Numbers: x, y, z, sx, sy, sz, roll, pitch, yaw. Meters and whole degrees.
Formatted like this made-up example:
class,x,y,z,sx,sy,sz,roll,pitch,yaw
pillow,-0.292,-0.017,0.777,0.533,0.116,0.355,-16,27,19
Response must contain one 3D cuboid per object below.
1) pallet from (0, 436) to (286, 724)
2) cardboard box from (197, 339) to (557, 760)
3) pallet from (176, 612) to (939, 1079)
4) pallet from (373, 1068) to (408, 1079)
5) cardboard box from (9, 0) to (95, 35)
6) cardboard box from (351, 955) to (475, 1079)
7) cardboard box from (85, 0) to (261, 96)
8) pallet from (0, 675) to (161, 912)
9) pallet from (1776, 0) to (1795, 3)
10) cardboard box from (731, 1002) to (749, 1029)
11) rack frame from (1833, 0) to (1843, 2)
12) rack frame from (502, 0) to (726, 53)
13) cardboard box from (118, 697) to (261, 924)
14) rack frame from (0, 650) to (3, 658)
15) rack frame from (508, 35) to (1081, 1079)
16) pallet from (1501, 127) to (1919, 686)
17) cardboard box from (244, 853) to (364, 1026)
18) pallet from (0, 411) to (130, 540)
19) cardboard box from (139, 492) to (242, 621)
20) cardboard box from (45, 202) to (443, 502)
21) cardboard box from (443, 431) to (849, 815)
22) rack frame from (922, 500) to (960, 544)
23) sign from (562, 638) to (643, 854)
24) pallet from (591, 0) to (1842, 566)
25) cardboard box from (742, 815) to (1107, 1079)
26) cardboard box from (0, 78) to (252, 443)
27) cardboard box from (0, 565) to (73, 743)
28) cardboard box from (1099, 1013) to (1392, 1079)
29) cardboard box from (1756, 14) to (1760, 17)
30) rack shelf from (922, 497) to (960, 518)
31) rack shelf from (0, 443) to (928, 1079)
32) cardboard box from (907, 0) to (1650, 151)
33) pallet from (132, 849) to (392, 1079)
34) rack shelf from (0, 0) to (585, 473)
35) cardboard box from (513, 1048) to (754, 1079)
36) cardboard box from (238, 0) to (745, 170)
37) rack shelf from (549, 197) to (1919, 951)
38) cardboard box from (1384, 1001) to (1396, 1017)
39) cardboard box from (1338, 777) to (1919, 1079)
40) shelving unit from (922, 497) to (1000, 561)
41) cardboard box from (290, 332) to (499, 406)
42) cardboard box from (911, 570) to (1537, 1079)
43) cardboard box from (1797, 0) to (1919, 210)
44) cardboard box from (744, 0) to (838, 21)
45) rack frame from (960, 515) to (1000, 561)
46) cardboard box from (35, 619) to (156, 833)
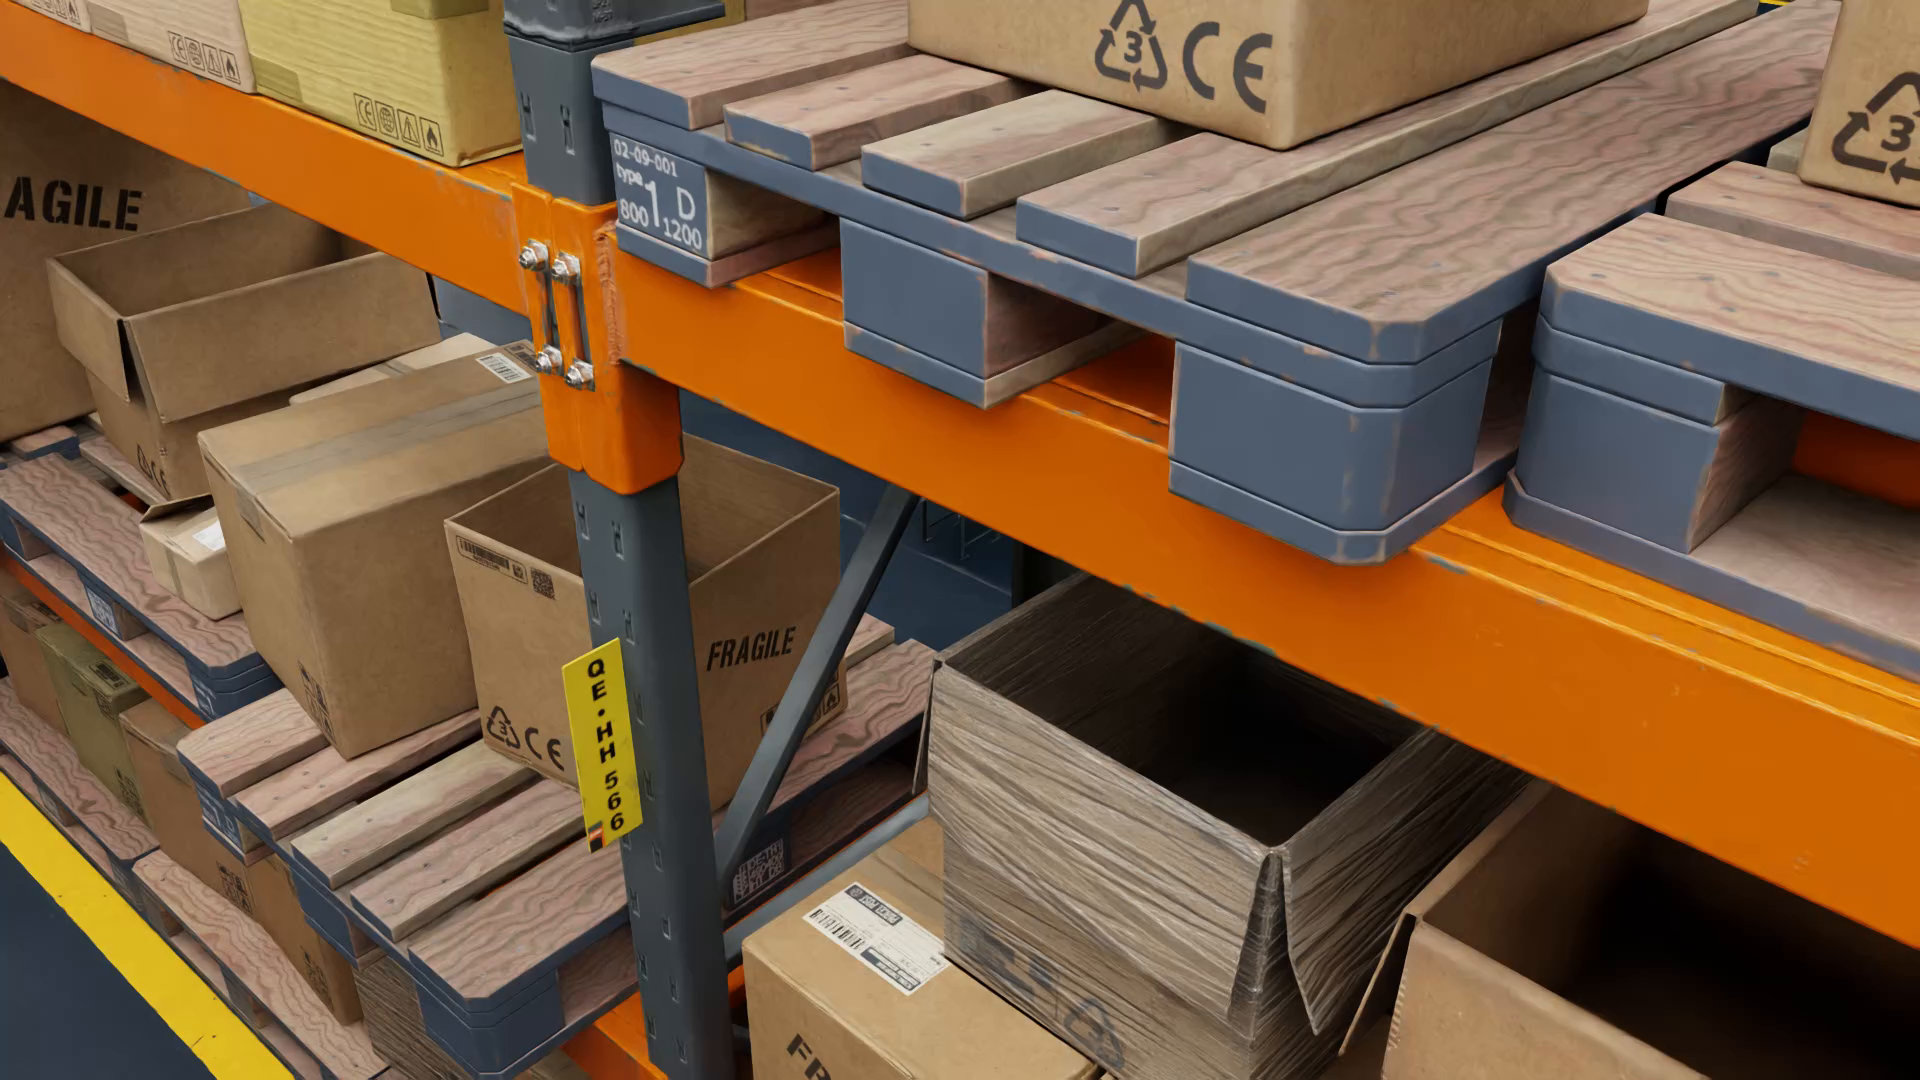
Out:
class,x,y,z,sx,sy,sz,roll,pitch,yaw
pallet,-1.631,-0.047,4.106,1.213,0.211,1.003,25,39,35
cardboard box,-1.044,-0.009,3.353,0.700,0.500,0.500,-23,38,-33
pallet,-0.735,0.417,3.336,1.003,0.211,1.213,25,39,35
pallet,-0.714,1.464,4.114,1.213,0.211,1.003,25,39,35
cardboard box,-1.400,-1.093,2.894,0.500,0.250,0.500,26,40,36
cardboard box,-1.066,1.011,4.159,0.500,0.500,0.700,21,37,31
cardboard box,-1.030,-0.918,2.603,0.500,0.250,0.500,25,39,35
pallet,-2.523,0.619,5.516,1.213,0.211,1.003,25,39,35
pallet,7.448,-5.063,14.955,1.213,0.211,1.003,25,39,35
cardboard box,-0.653,0.881,3.648,0.500,0.250,0.500,27,40,37
rack frame,3.188,-1.354,6.090,0.127,3.000,1.000,25,39,35
rack frame,-0.136,-2.030,1.397,0.127,3.000,1.000,25,39,35
cardboard box,-1.904,0.625,4.801,0.500,0.500,0.700,21,37,31
rack frame,-3.101,-0.844,5.244,0.127,3.000,1.000,25,39,35
rack frame,-0.136,0.540,2.944,0.127,3.000,1.000,25,39,35
pallet,1.208,-0.075,1.242,1.213,0.211,1.003,27,40,37
cardboard box,-1.491,0.818,4.480,0.700,0.500,0.500,-26,39,-36
pallet,-2.632,-0.442,4.761,1.213,0.211,1.003,25,39,35
cardboard box,-1.553,-0.056,3.658,0.258,0.266,0.396,24,38,34
cardboard box,-1.754,-0.504,4.171,0.797,0.503,0.637,-25,39,-35
cardboard box,-0.563,0.146,3.095,0.500,0.500,0.500,20,36,29
rack frame,-0.069,-0.418,6.572,0.006,0.900,0.240,25,39,35
sign,-0.493,0.289,2.316,0.005,0.325,0.100,25,39,35
pallet,0.377,-0.461,1.883,1.003,0.211,1.213,27,40,37
cardboard box,0.042,0.770,2.466,0.500,0.500,0.500,26,40,36
cardboard box,-2.606,-0.952,4.435,1.000,1.000,1.000,25,39,35
cardboard box,-2.661,0.259,5.408,0.500,0.500,0.700,22,37,32
cardboard box,0.426,0.947,2.171,0.500,0.500,0.500,24,38,34
cardboard box,5.170,-3.316,11.065,0.500,0.311,0.500,24,39,35
rack shelf,0.006,-0.200,6.623,0.200,0.077,0.258,25,39,35
rack shelf,-1.618,0.156,4.279,4.000,0.370,1.077,25,39,35
cardboard box,0.365,-0.785,1.731,0.797,0.503,0.637,-27,40,-37
pallet,-1.614,1.042,4.815,1.213,0.211,1.003,25,39,35
rack shelf,-1.618,-1.129,3.506,4.000,0.370,1.077,25,39,35
cardboard box,-0.646,1.198,3.848,0.500,0.500,0.700,23,38,33
cardboard box,-0.653,-0.751,2.327,0.500,0.250,0.500,25,39,35
rack shelf,1.347,0.256,1.206,4.000,0.370,1.077,25,39,35
cardboard box,0.762,0.748,2.502,0.500,0.500,0.500,25,39,35
cardboard box,0.877,0.554,1.853,0.637,0.503,0.797,26,40,36
shelving unit,0.006,-0.383,6.513,0.210,0.900,0.258,25,39,35
cardboard box,-1.224,-0.243,3.984,0.500,0.250,0.500,24,38,34
cardboard box,0.396,0.327,2.229,0.637,0.503,0.797,27,40,37
cardboard box,1.064,-0.519,1.291,0.500,0.500,0.500,-27,40,-37
cardboard box,-0.313,-0.941,2.641,0.500,0.250,0.500,26,40,36
rack frame,0.081,-0.348,6.455,0.006,0.900,0.240,25,39,35
cardboard box,-2.320,0.431,5.122,0.500,0.500,0.700,25,39,35
